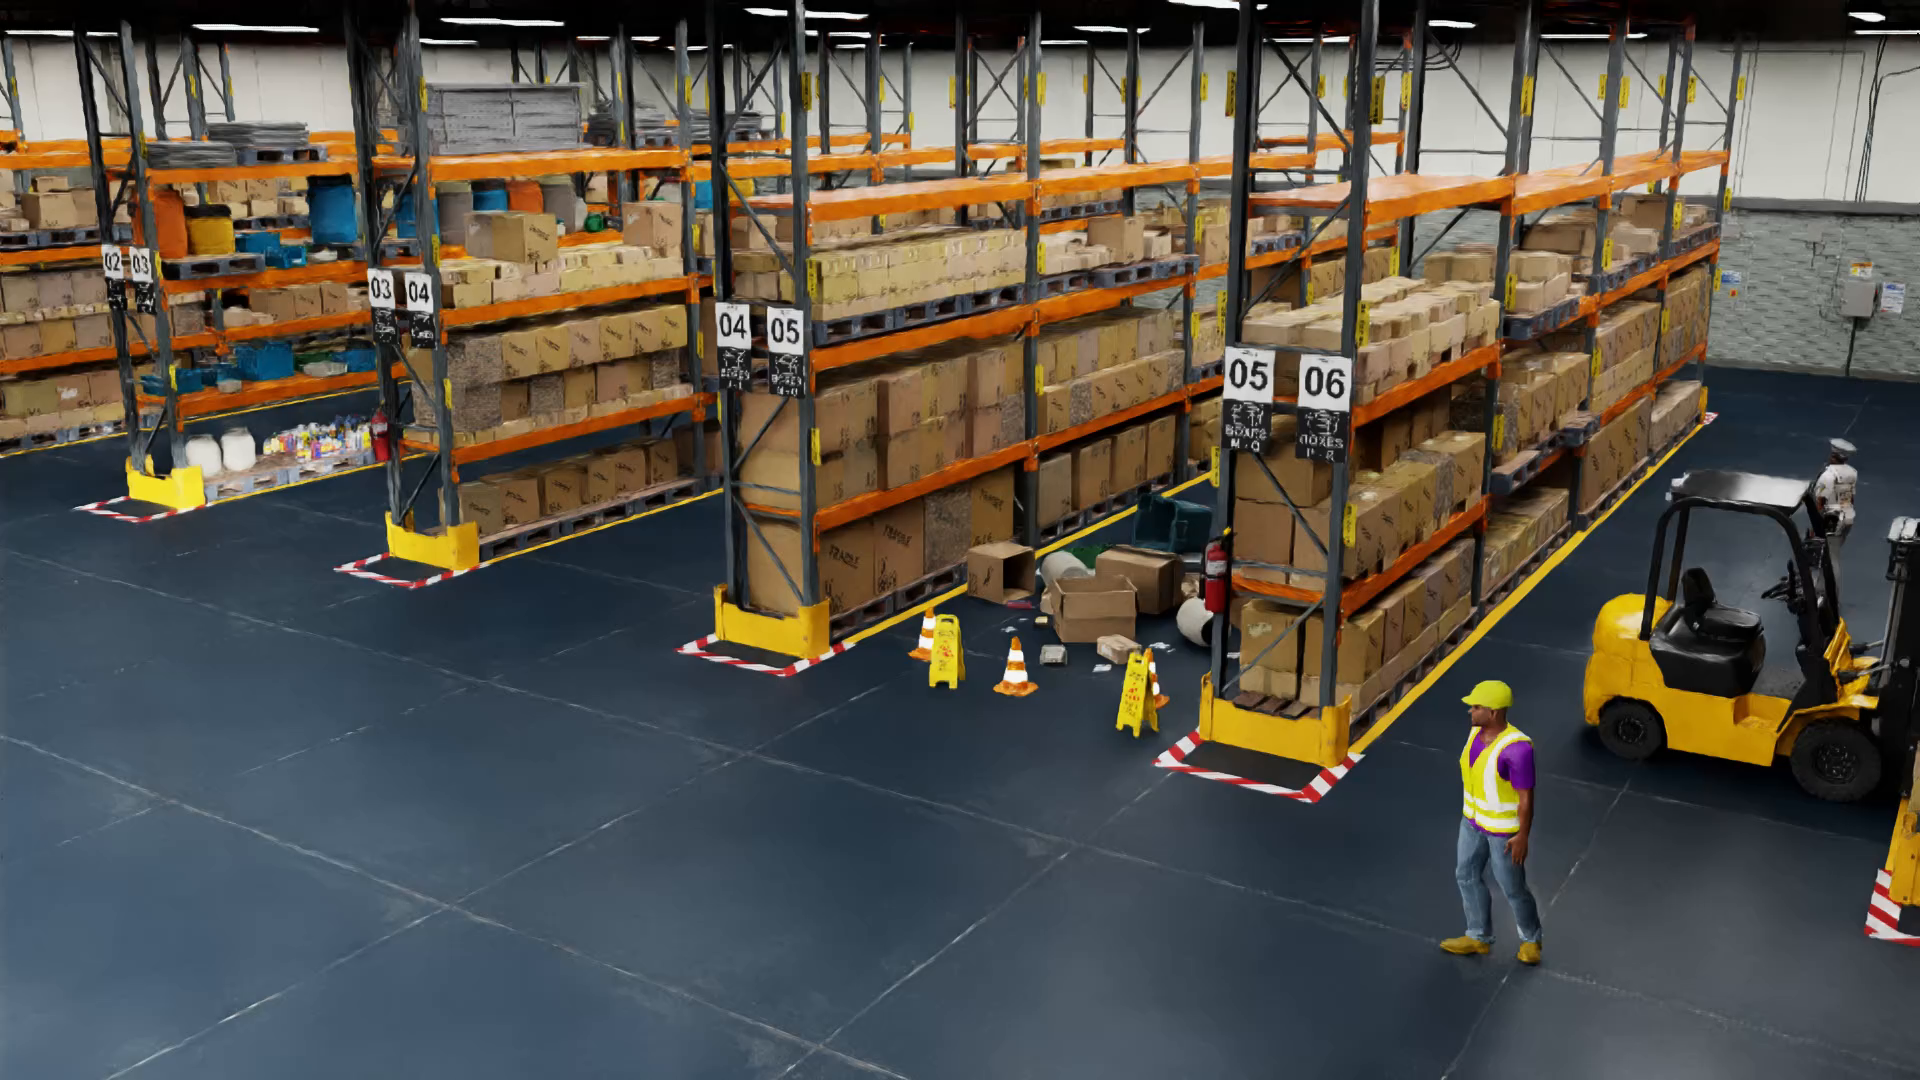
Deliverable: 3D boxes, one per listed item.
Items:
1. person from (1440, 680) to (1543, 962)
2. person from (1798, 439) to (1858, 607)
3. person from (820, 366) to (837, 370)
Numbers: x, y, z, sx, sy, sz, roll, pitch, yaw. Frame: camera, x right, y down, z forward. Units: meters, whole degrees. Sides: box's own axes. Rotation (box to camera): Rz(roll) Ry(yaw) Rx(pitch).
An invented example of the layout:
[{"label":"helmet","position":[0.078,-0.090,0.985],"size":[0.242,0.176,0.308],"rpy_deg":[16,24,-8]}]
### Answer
[{"label":"person","position":[3.250,1.675,9.960],"size":[0.570,1.751,0.603],"rpy_deg":[-5,16,-18]},{"label":"person","position":[8.751,-0.185,16.730],"size":[0.572,1.663,0.558],"rpy_deg":[-10,18,-31]},{"label":"person","position":[-1.701,-1.405,21.113],"size":[0.525,1.677,0.453],"rpy_deg":[-8,17,-26]}]
